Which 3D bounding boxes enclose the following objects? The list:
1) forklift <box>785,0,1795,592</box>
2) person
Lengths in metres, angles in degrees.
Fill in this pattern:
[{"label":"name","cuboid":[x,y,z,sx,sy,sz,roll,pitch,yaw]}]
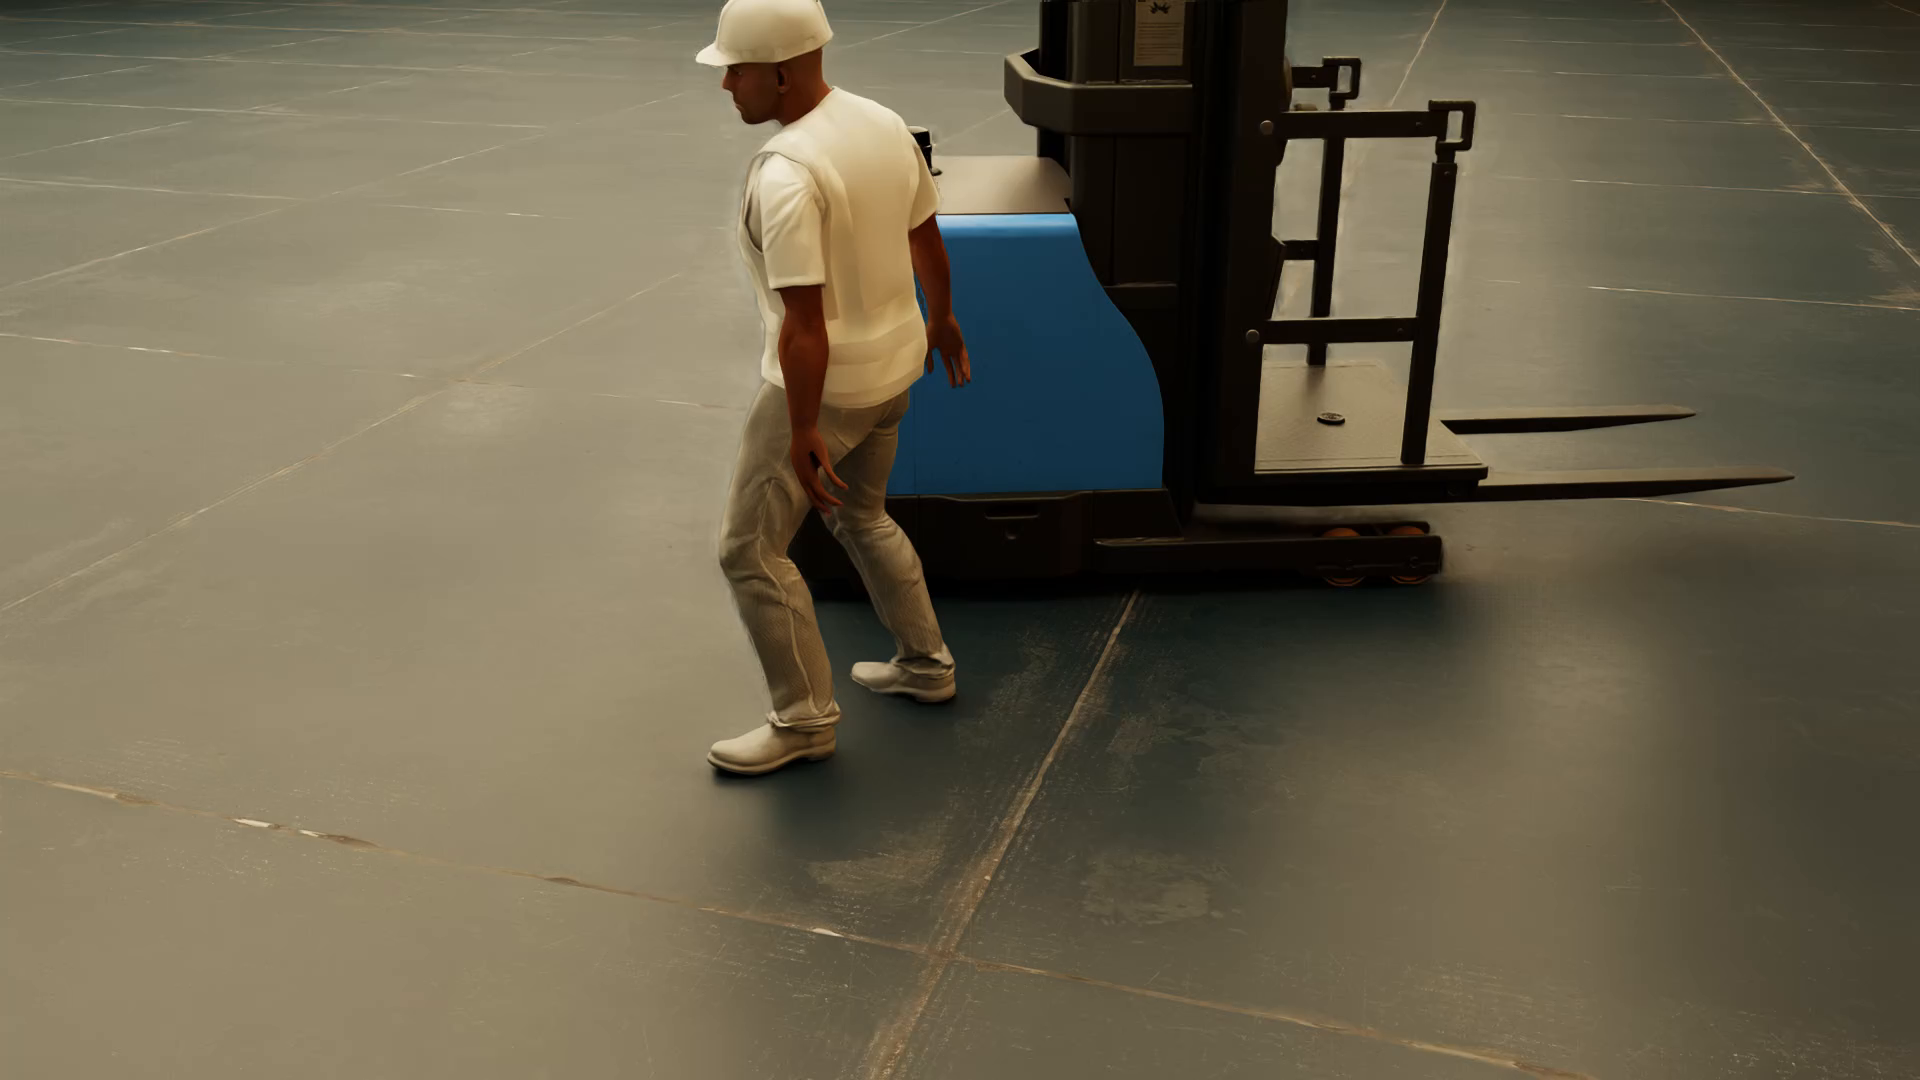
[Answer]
[{"label":"forklift","cuboid":[0.976,-1.420,4.719,3.031,2.935,1.130,-2,22,-4]},{"label":"person","cuboid":[-0.281,-0.379,3.816,0.476,1.732,0.886,11,25,24]}]
